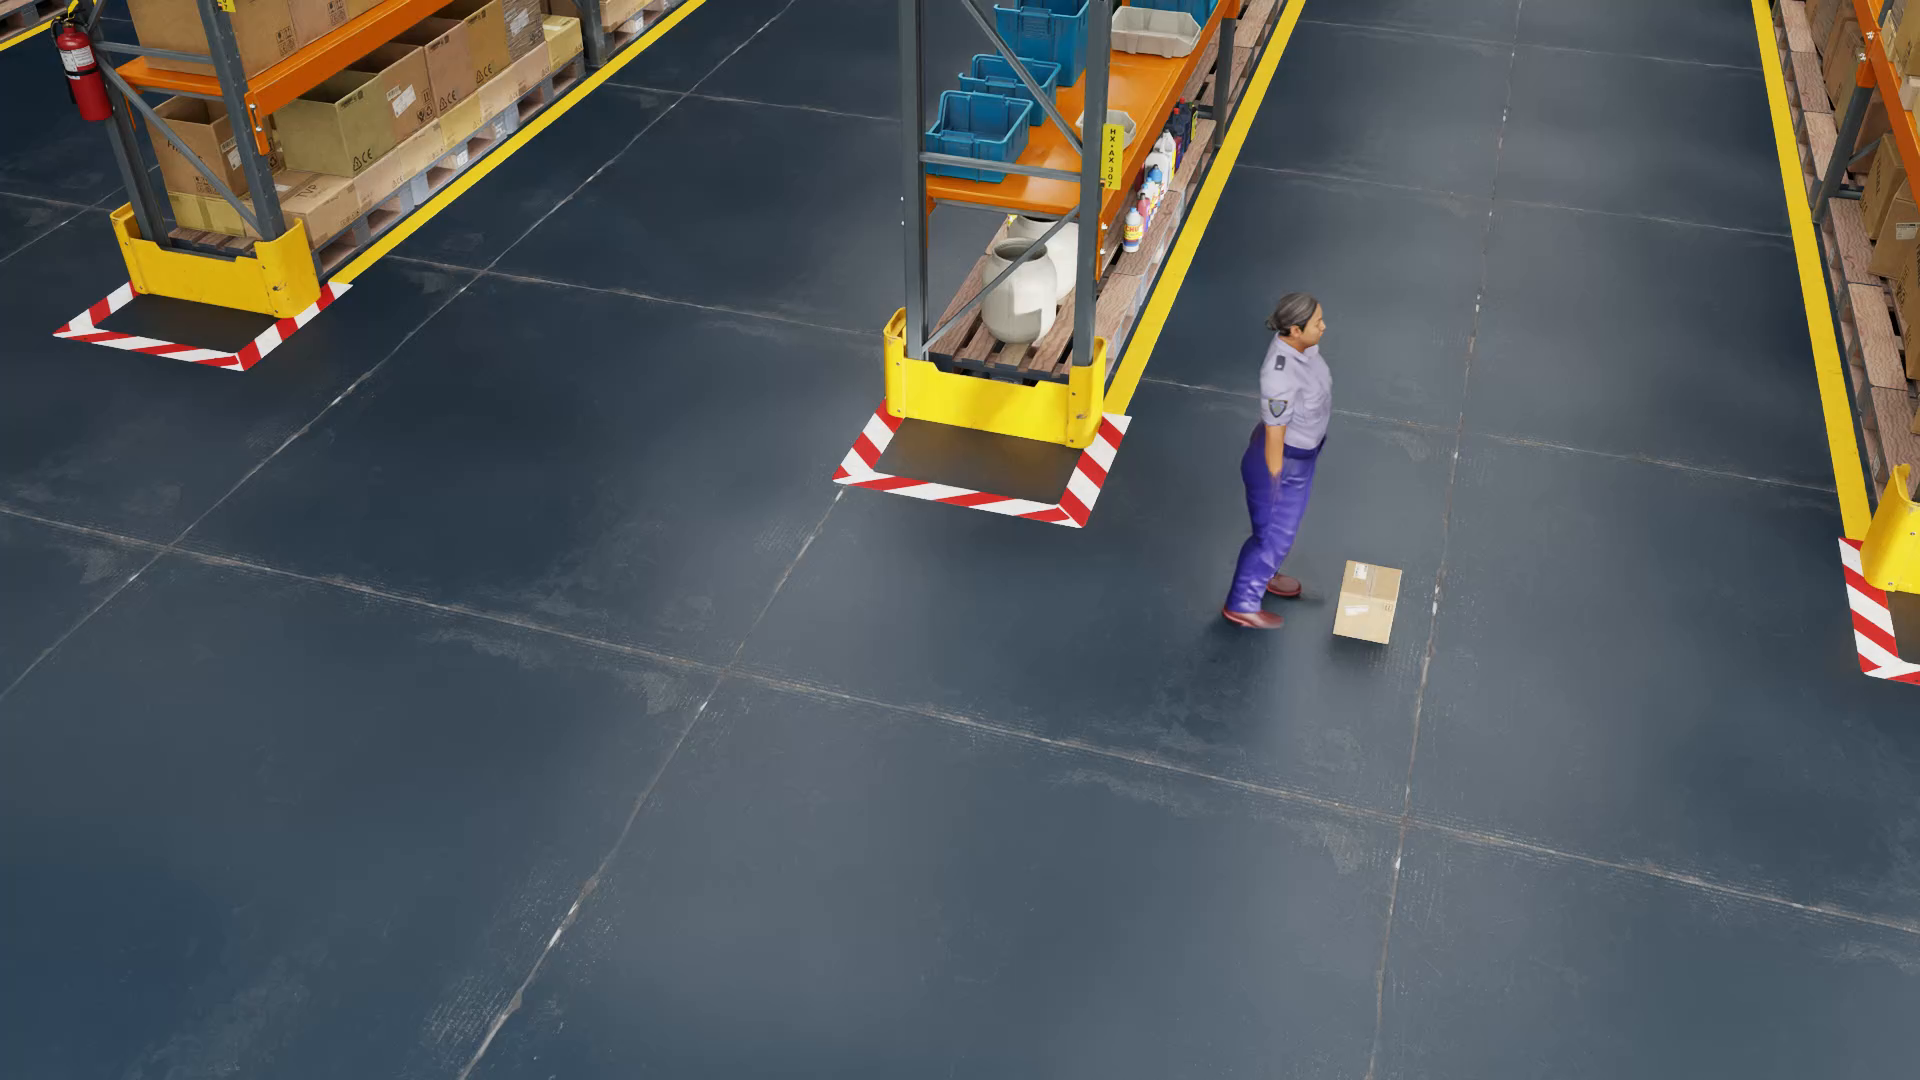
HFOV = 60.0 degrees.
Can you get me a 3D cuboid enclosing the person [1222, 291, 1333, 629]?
[{"bbox_3d":[1.440,-0.356,7.393,0.342,1.665,0.467,12,39,15],"label":"person"}]
